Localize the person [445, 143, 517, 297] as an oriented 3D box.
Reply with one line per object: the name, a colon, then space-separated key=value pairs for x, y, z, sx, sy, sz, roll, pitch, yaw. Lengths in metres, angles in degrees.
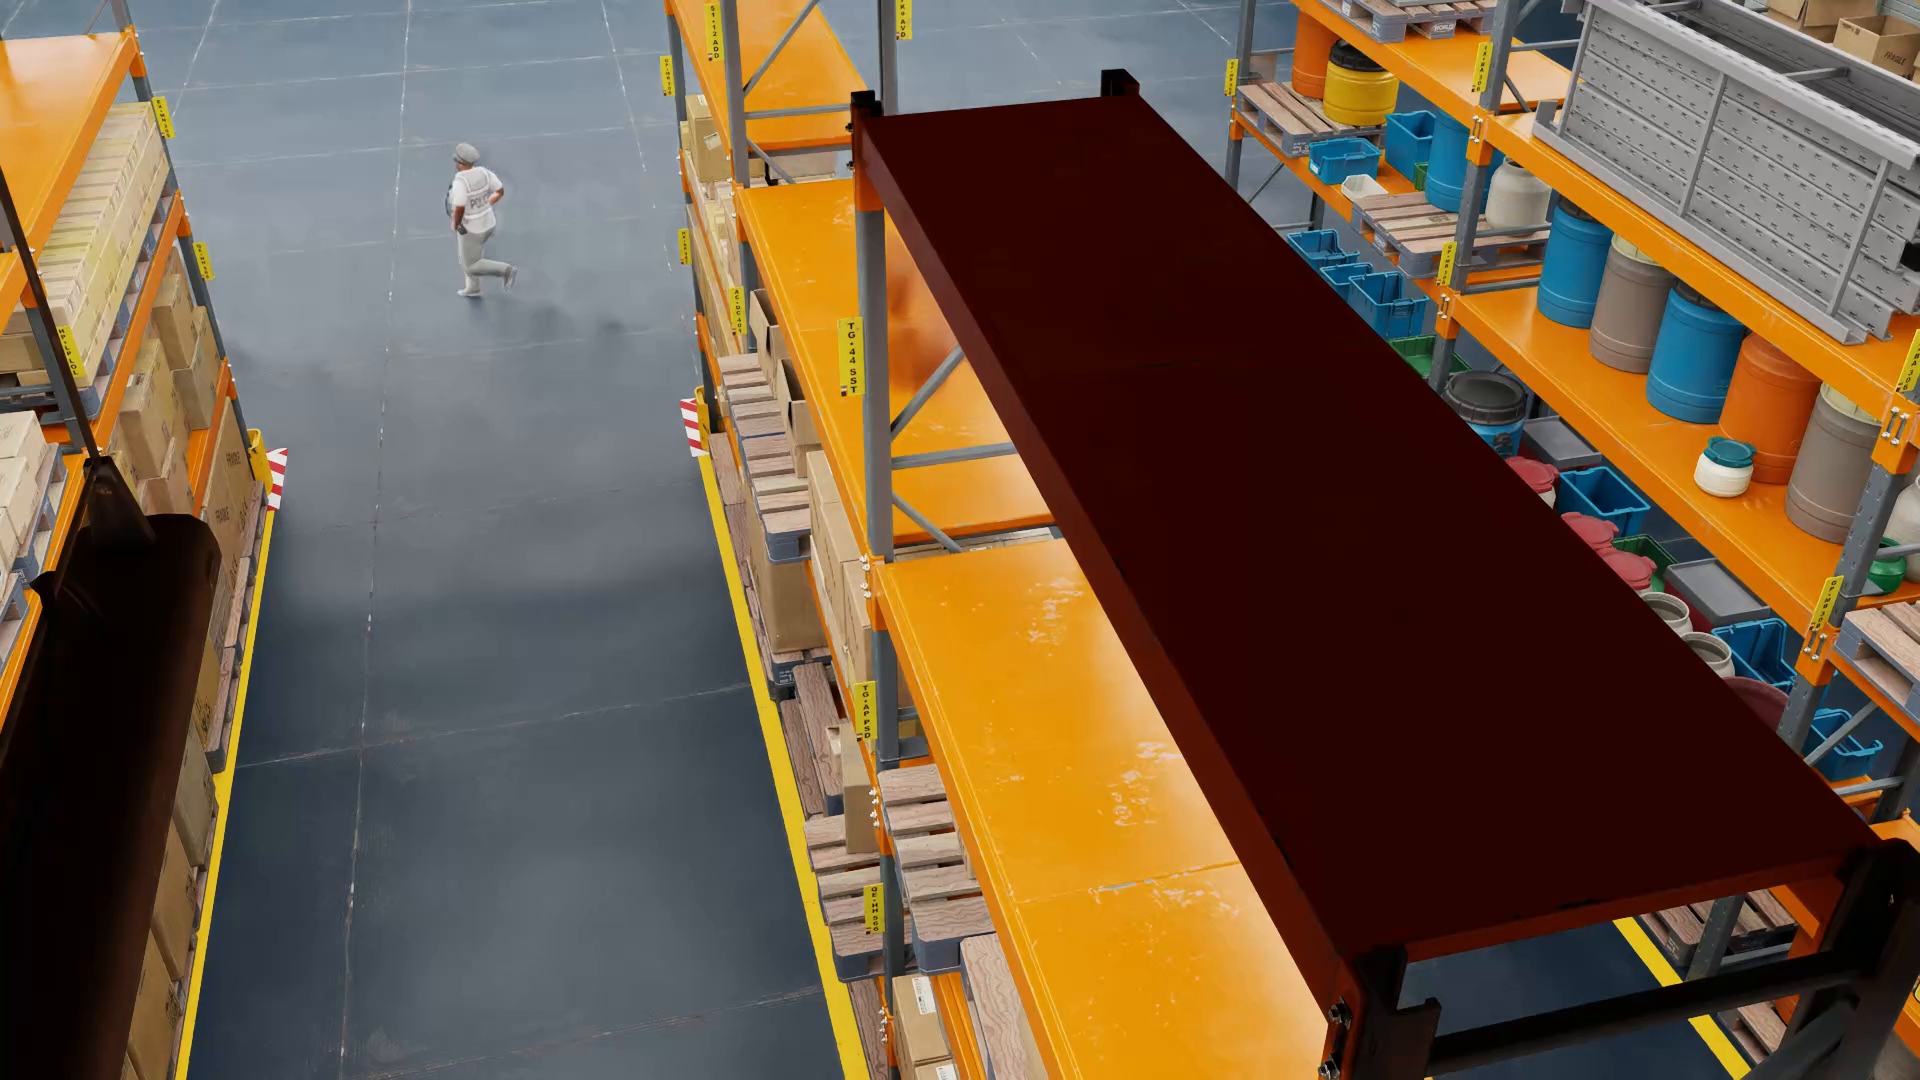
person: x=-5.039 y=-3.287 z=17.392 sx=0.892 sy=1.768 sz=0.659 roll=11 pitch=36 yaw=16
